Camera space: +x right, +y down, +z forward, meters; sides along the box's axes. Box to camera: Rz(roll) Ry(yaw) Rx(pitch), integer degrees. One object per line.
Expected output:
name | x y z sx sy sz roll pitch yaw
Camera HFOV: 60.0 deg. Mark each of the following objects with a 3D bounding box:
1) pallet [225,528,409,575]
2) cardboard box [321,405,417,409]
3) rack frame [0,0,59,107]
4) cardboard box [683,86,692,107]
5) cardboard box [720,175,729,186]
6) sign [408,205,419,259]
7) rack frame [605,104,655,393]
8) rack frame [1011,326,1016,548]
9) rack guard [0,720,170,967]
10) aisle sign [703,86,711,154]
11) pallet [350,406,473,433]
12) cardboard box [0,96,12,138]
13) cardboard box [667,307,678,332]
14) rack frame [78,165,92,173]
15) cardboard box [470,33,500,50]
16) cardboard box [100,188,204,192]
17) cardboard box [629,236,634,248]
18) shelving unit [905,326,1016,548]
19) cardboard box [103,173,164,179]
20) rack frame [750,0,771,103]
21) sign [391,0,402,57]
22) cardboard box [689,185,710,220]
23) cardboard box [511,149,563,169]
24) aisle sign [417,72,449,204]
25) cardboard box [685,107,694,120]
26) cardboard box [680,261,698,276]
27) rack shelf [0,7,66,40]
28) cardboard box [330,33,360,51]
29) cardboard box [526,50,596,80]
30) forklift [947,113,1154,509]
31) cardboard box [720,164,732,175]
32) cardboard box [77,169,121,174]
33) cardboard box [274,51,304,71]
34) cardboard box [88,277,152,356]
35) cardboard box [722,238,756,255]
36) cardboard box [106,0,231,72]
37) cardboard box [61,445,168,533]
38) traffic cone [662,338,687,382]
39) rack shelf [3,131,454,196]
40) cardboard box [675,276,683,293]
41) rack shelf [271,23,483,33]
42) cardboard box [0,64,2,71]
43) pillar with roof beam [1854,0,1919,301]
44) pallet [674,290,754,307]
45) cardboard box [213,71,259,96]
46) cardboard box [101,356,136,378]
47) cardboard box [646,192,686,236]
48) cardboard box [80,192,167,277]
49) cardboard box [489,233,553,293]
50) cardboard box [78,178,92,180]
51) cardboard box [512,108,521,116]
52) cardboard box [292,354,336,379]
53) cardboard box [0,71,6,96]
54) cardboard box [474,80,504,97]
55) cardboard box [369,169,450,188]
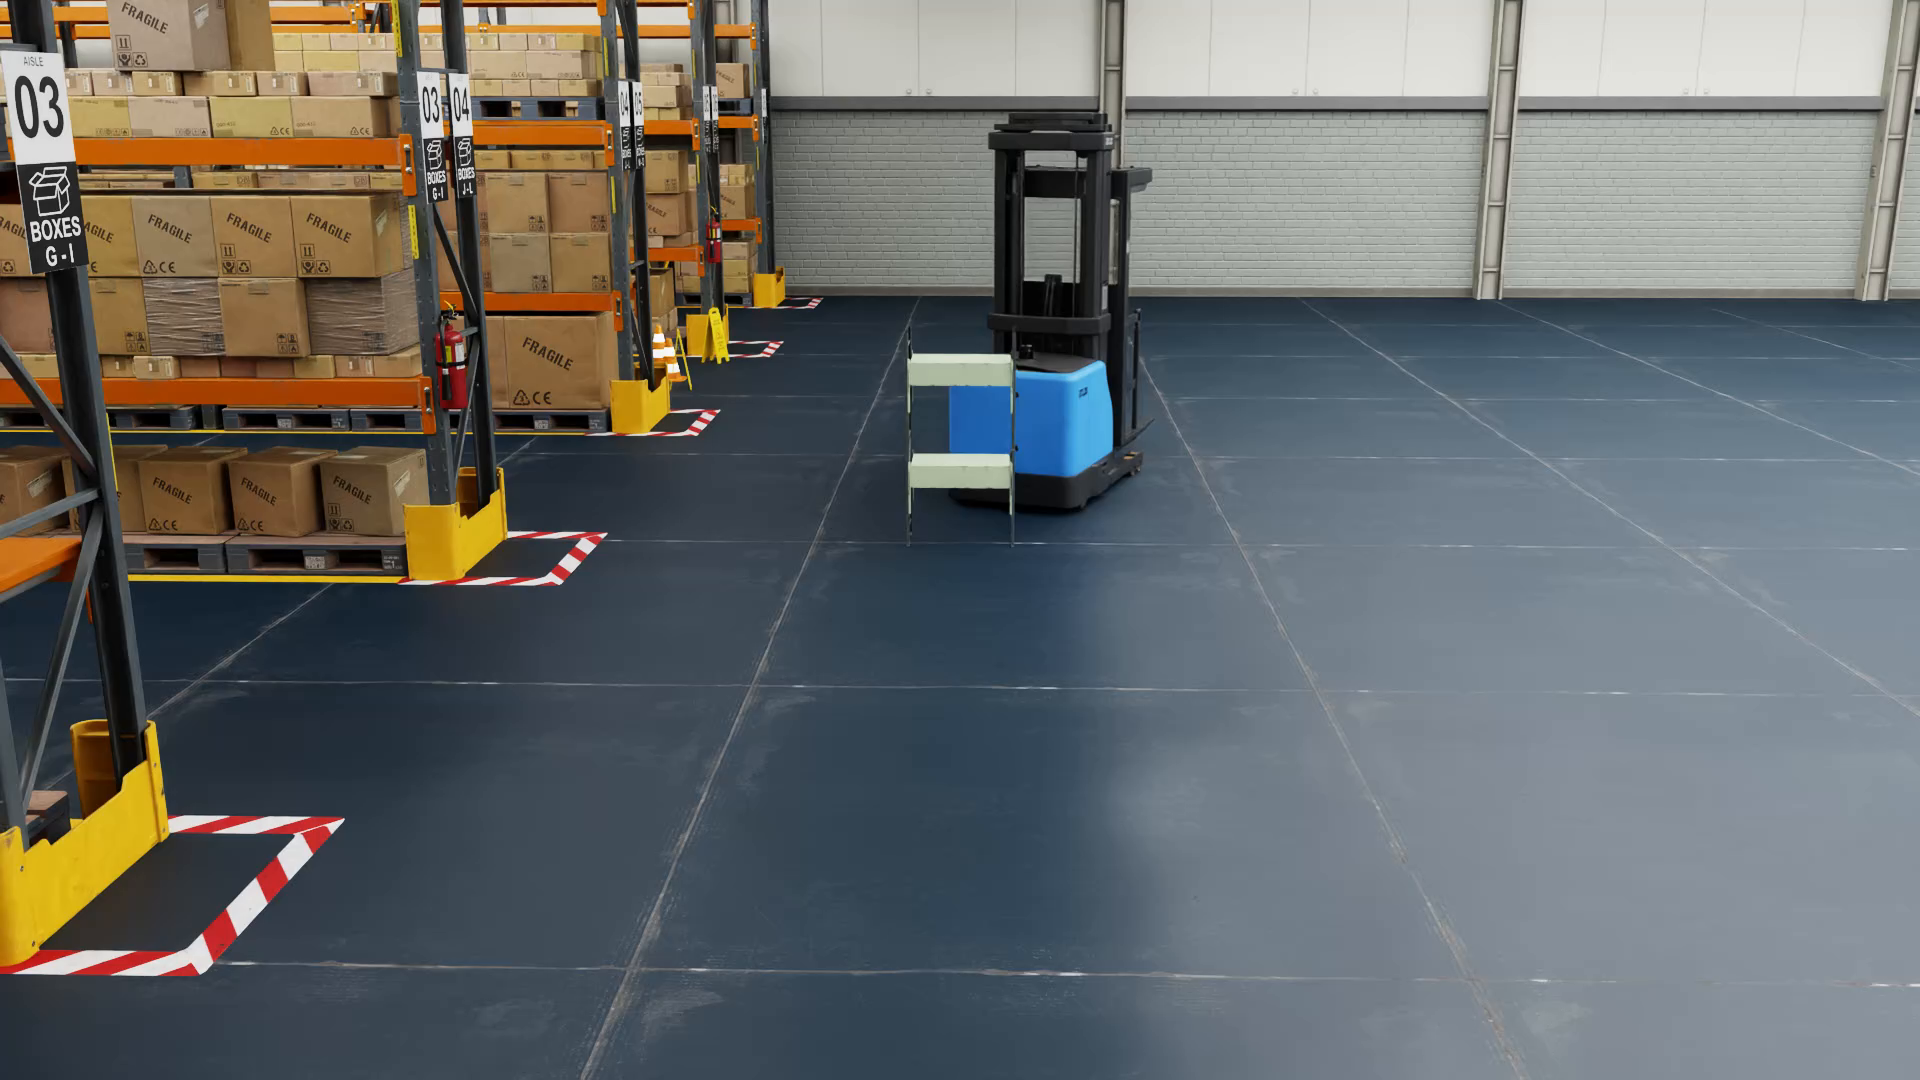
pallet | -4.234 -0.001 11.428 1.213 0.211 1.003 0 15 1
cardboard box | -5.590 -1.773 16.023 0.875 0.875 0.875 0 15 2
rack frame | -3.474 -2.972 5.464 0.127 3.000 1.000 0 15 1
cardboard box | -3.590 -5.454 20.464 0.500 0.250 0.500 0 15 0
cardboard box | -3.581 -5.414 25.013 0.250 0.149 0.380 1 15 2
sign | -3.381 -1.905 10.293 0.005 0.325 0.100 0 15 1
rack frame | -3.119 -2.598 15.808 0.127 3.000 1.000 0 15 1
rack frame | 0.373 -0.723 11.639 0.023 1.500 0.400 0 15 1
rack guard | -3.551 1.149 6.504 0.348 0.500 1.175 0 15 1
aisle sign | -3.039 -5.044 19.982 0.004 0.787 0.394 0 15 1
pallet | -5.137 -1.244 16.141 1.213 0.211 1.003 0 15 1
cardboard box | -5.877 -2.662 10.462 0.500 0.250 0.500 0 15 -1
cardboard box | -3.893 -2.811 21.180 0.500 0.250 0.500 0 15 1
rack frame | -11.091 -3.913 20.793 0.127 3.000 1.000 0 15 1
cardboard box | -4.229 -4.485 14.989 0.250 0.149 0.380 1 15 2
cardboard box | -5.389 -2.092 11.152 0.500 0.500 0.500 0 15 1
cardboard box | -3.985 -3.668 20.356 0.250 0.149 0.380 0 15 0
shelving unit | 0.007 -0.725 11.649 0.755 1.500 0.431 0 15 1
cardboard box | -10.126 -4.245 20.448 0.500 0.500 0.500 1 15 4
rack frame | -2.971 -8.028 24.628 0.127 3.000 1.000 0 15 1
sign | -3.381 -3.071 9.985 0.005 0.325 0.100 0 15 1
cardboard box | -3.988 -5.118 25.161 0.500 0.500 0.500 1 15 3
cardboard box | -5.124 -4.506 20.298 0.500 0.500 0.700 0 15 1
aisle sign | -3.293 -2.514 10.393 0.004 0.787 0.394 0 15 1
cardboard box | -3.417 -5.275 20.567 0.250 0.149 0.380 0 15 1
cardboard box | -3.967 -4.172 25.360 0.500 0.250 0.500 0 15 1
rack shelf | -13.091 -6.286 20.220 4.000 0.370 1.077 0 15 1
cardboard box | -5.490 -4.493 15.021 0.250 0.149 0.380 0 15 1
cardboard box | -3.616 -4.303 15.083 0.500 0.250 0.500 1 15 2
forklift | 0.909 -1.985 13.620 1.130 2.935 3.031 6 16 20
cardboard box | -3.582 -5.575 25.041 0.250 0.149 0.380 0 15 2
cardboard box | -13.187 -5.388 25.363 0.500 0.500 0.700 0 15 1
cardboard box | -6.132 -4.320 15.146 0.500 0.250 0.500 0 15 1
cardboard box | -5.397 -1.530 10.980 0.500 0.500 0.875 0 15 1
cardboard box | -3.447 -4.536 25.758 0.500 0.250 0.500 0 15 1
cardboard box | -4.903 -3.164 10.313 0.500 0.500 0.500 0 15 1
cardboard box | -5.751 -0.356 11.386 0.500 0.500 0.500 -1 15 -4
traffic cone | -3.245 -2.023 18.602 0.334 0.463 0.336 0 15 1
rack shelf | -5.346 -2.450 10.775 4.000 0.370 1.077 0 15 1
cardboard box | -4.445 -3.934 25.440 0.500 0.250 0.500 1 15 2
rack shelf | -8.969 -7.526 24.919 4.000 0.370 1.077 0 15 1
cardboard box | -8.876 -4.238 15.300 0.500 0.311 0.500 0 15 -1
pillar with roof beam | 14.240 -7.047 20.911 0.400 9.000 9.100 0 15 1
pallet | -3.736 -3.773 25.728 1.213 0.211 1.003 0 15 1
cardboard box | -4.418 -2.828 10.311 0.250 0.149 0.380 0 15 2
cardboard box | -5.388 -1.164 10.865 0.250 0.149 0.380 0 15 1
cardboard box | -3.644 -3.987 20.292 0.500 0.500 0.500 0 15 0
cardboard box | -5.403 -1.961 10.655 0.500 0.500 0.500 0 15 1
cardboard box | -4.042 -2.660 15.747 0.550 0.550 0.875 0 15 1
cardboard box | -8.634 -3.164 15.797 0.500 0.500 0.700 0 15 2
cardboard box | -5.243 -5.141 20.060 0.250 0.149 0.380 0 15 2
cardboard box | -4.138 -1.152 10.819 0.250 0.149 0.380 0 15 1
cardboard box | -5.980 -2.844 10.372 0.250 0.149 0.380 0 15 0
cardboard box | -4.222 -4.100 15.092 0.250 0.149 0.380 1 15 2
cardboard box | -5.131 -3.194 15.655 0.500 0.550 0.875 0 15 1
